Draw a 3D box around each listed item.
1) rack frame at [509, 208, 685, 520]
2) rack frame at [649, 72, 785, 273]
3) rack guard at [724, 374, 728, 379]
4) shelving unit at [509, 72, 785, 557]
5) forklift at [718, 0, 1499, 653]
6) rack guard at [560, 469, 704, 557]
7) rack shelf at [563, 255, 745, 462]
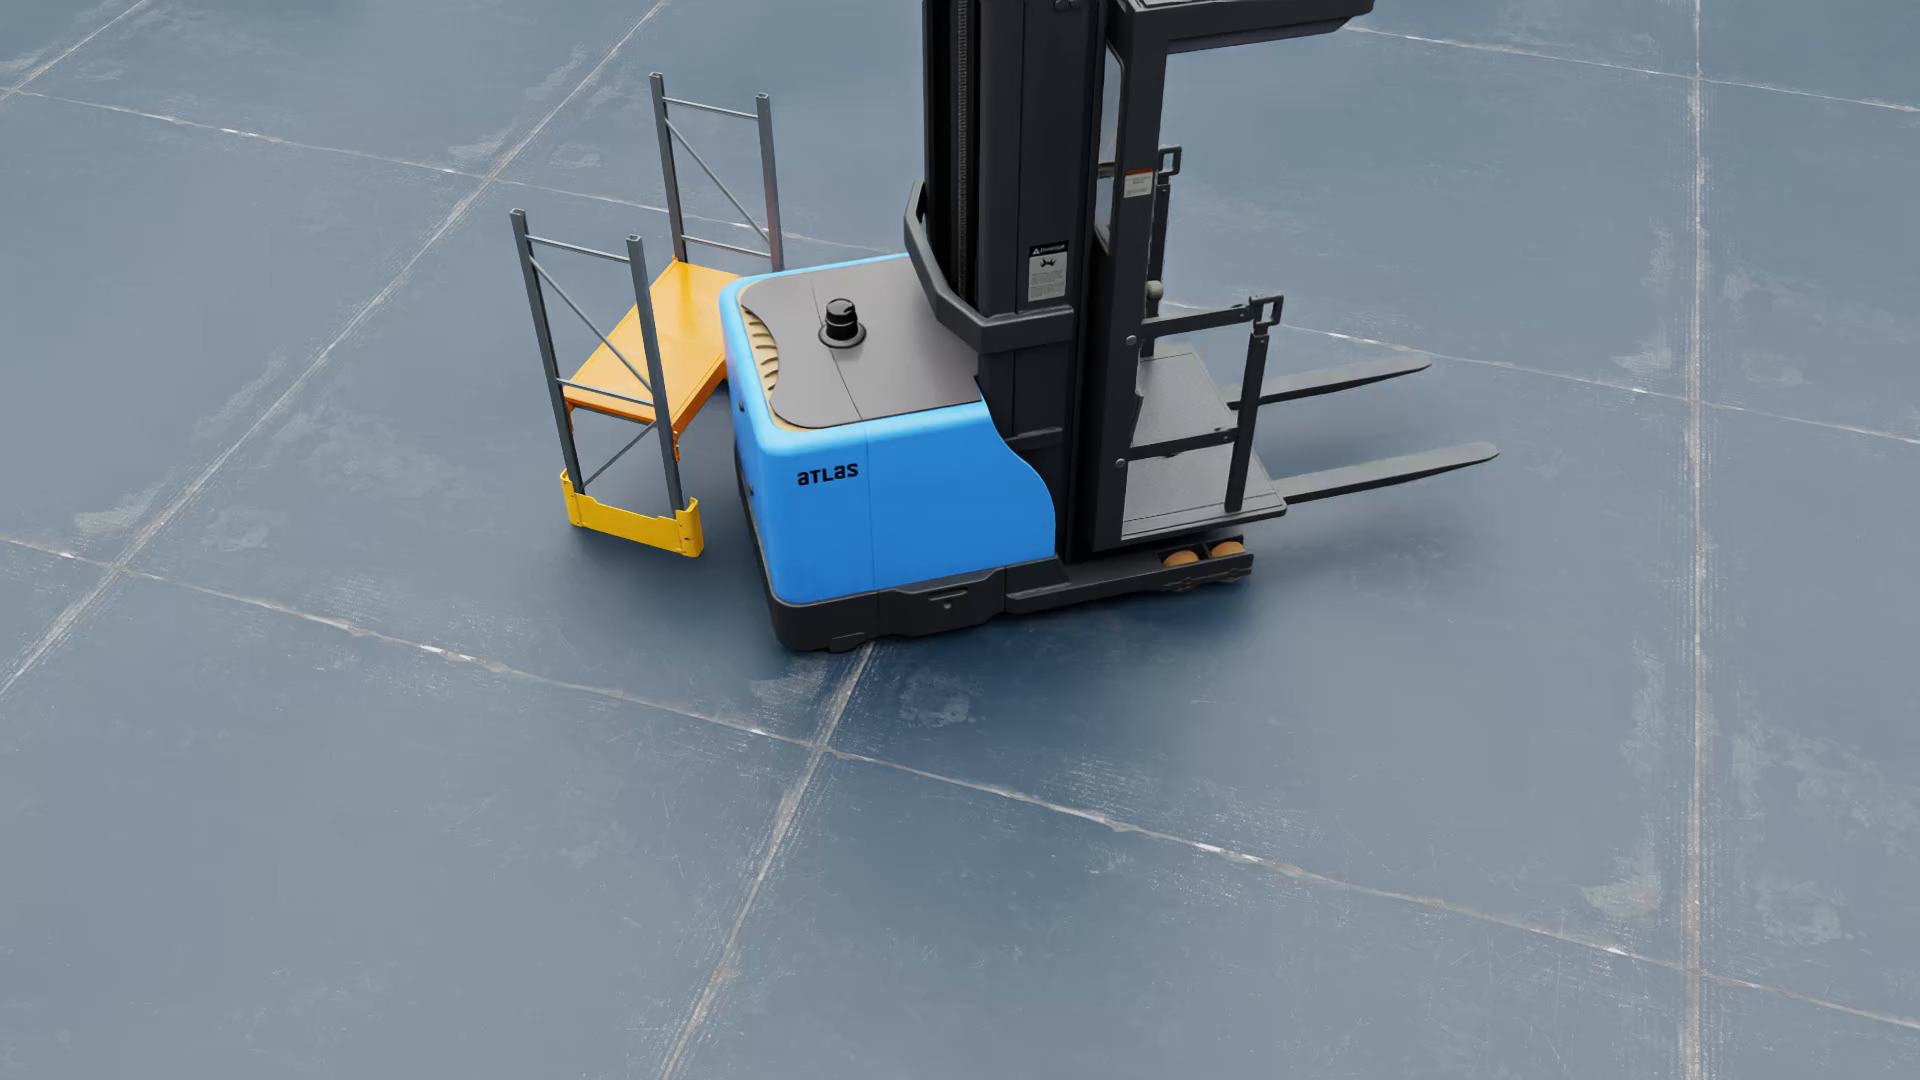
[{"bbox_3d":[-1.324,-0.548,6.238,0.500,1.500,0.032,15,46,15],"label":"rack frame"},{"bbox_3d":[-0.967,-1.214,6.918,0.500,1.500,0.032,15,46,15],"label":"rack frame"},{"bbox_3d":[-0.967,-0.767,7.355,0.587,0.250,0.087,15,46,15],"label":"rack guard"},{"bbox_3d":[-1.142,-0.887,6.584,0.587,1.500,1.083,15,46,15],"label":"shelving unit"},{"bbox_3d":[0.658,-1.193,5.873,3.031,2.935,1.130,-11,45,-11],"label":"forklift"},{"bbox_3d":[-1.317,-0.114,6.688,0.587,0.250,0.087,15,46,15],"label":"rack guard"},{"bbox_3d":[-1.145,-0.753,6.704,0.538,0.185,1.000,15,46,15],"label":"rack shelf"}]
